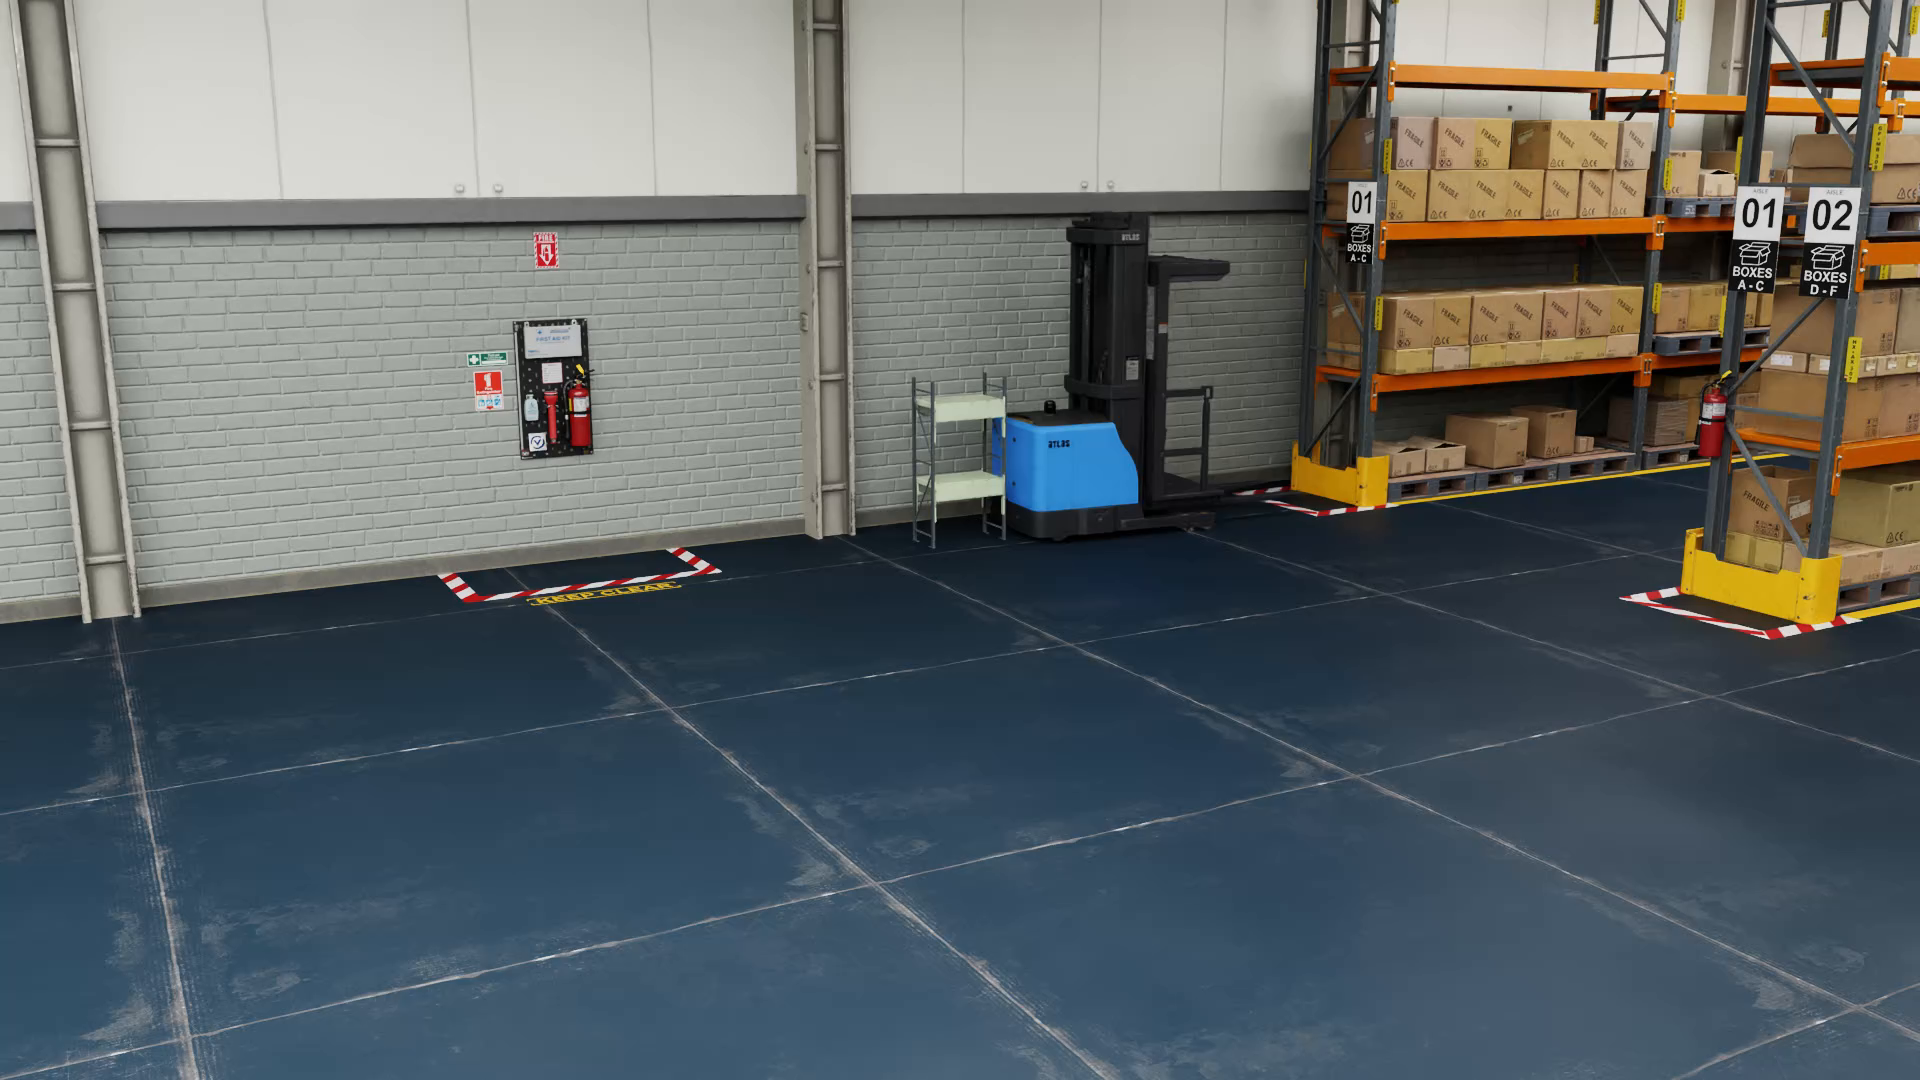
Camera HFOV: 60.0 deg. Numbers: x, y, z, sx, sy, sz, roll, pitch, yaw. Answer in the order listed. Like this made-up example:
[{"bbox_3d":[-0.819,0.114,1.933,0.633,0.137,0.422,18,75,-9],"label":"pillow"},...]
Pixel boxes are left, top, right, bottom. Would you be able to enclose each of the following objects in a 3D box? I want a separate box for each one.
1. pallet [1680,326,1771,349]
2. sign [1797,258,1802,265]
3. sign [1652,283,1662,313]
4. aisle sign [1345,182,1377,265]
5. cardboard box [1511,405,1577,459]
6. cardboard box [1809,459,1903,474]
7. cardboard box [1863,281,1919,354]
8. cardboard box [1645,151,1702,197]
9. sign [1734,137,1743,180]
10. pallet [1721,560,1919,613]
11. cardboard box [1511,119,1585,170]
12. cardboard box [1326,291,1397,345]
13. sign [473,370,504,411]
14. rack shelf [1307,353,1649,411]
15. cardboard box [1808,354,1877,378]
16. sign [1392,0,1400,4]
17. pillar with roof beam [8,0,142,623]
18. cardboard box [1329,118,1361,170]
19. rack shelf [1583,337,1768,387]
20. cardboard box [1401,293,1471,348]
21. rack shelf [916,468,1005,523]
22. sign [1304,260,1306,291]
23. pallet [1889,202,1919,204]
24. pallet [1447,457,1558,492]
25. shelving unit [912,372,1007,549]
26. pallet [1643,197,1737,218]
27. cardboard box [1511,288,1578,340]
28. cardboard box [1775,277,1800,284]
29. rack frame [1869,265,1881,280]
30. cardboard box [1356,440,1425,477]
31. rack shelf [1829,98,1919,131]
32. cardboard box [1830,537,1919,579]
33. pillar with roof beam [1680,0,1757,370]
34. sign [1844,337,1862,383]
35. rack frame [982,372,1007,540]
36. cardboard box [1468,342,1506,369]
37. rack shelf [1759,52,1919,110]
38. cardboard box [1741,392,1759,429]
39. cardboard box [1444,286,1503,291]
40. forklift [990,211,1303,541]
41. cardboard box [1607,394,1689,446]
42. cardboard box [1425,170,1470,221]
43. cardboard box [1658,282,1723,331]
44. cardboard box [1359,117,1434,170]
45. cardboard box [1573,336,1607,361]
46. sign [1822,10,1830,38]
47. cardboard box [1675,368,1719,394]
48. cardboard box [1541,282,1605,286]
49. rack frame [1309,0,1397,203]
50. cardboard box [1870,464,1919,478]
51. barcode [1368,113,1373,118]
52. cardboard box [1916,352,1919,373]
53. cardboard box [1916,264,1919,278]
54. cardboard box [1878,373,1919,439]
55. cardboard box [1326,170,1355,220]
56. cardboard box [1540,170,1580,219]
[{"bbox_3d":[9.159,-2.443,19.712,1.213,0.211,1.003,-7,14,-28],"label":"pallet"},{"bbox_3d":[10.608,-3.425,20.998,0.005,0.325,0.100,-7,14,-28],"label":"sign"},{"bbox_3d":[7.633,-2.651,18.225,0.005,0.325,0.100,-7,14,-28],"label":"sign"},{"bbox_3d":[3.936,-3.114,16.336,0.004,0.787,0.394,-7,14,-28],"label":"aisle sign"},{"bbox_3d":[6.474,-1.210,18.488,0.500,0.500,0.500,-8,15,-32],"label":"cardboard box"},{"bbox_3d":[7.431,-0.408,13.830,0.500,0.500,0.500,-7,14,-28],"label":"cardboard box"},{"bbox_3d":[7.153,-1.747,13.000,0.500,0.500,0.700,-7,15,-29],"label":"cardboard box"},{"bbox_3d":[7.884,-4.091,18.582,0.500,0.500,0.500,-5,13,-20],"label":"cardboard box"},{"bbox_3d":[5.984,-2.920,12.725,0.005,0.325,0.100,-7,14,-28],"label":"sign"},{"bbox_3d":[6.883,0.315,13.371,1.213,0.211,1.003,-7,14,-28],"label":"pallet"},{"bbox_3d":[6.127,-4.120,17.344,0.500,0.500,0.500,-7,15,-30],"label":"cardboard box"},{"bbox_3d":[4.167,-2.304,17.246,0.500,0.500,0.500,-7,14,-28],"label":"cardboard box"},{"bbox_3d":[-3.933,-1.247,13.878,0.234,0.329,0.001,-7,14,-28],"label":"sign"},{"bbox_3d":[5.611,-1.771,17.925,4.000,0.370,1.077,-7,14,-28],"label":"rack shelf"},{"bbox_3d":[6.680,-1.322,12.588,0.250,0.149,0.380,-7,14,-28],"label":"cardboard box"},{"bbox_3d":[4.115,-5.228,15.677,0.005,0.325,0.100,-7,14,-28],"label":"sign"},{"bbox_3d":[-4.415,-2.987,8.025,0.400,9.000,9.100,-7,14,-28],"label":"pillar with roof beam"},{"bbox_3d":[4.108,-4.017,16.885,0.500,0.500,0.500,-6,14,-25],"label":"cardboard box"},{"bbox_3d":[9.122,-2.192,19.795,4.000,0.370,1.077,-7,14,-28],"label":"rack shelf"},{"bbox_3d":[4.857,-2.256,17.032,0.500,0.500,0.500,-7,14,-28],"label":"cardboard box"},{"bbox_3d":[-0.006,-0.413,15.154,0.720,0.370,0.431,-7,14,-28],"label":"rack shelf"},{"bbox_3d":[3.607,-2.740,17.234,0.005,0.325,0.100,-7,14,-28],"label":"sign"},{"bbox_3d":[7.937,-2.576,13.234,1.213,0.211,1.003,-7,14,-28],"label":"pallet"},{"bbox_3d":[5.721,-0.765,18.169,1.213,0.211,1.003,-7,14,-28],"label":"pallet"},{"bbox_3d":[-0.006,-0.731,15.082,0.755,1.500,0.431,-7,14,-28],"label":"shelving unit"},{"bbox_3d":[7.959,-3.748,18.670,1.003,0.211,1.213,-7,14,-28],"label":"pallet"},{"bbox_3d":[6.217,-2.421,17.763,0.500,0.500,0.500,-7,15,-29],"label":"cardboard box"},{"bbox_3d":[9.992,-2.901,20.079,0.500,0.500,0.700,-8,15,-33],"label":"cardboard box"},{"bbox_3d":[10.877,-2.753,20.651,0.127,3.000,1.000,-7,14,-28],"label":"rack frame"},{"bbox_3d":[4.506,-0.870,17.405,0.500,0.311,0.500,-9,15,-34],"label":"cardboard box"},{"bbox_3d":[12.633,-5.344,21.050,4.000,0.370,1.077,-7,14,-28],"label":"rack shelf"},{"bbox_3d":[7.246,0.113,13.224,0.500,0.250,0.500,-7,14,-28],"label":"cardboard box"},{"bbox_3d":[11.384,-4.880,16.439,0.400,9.000,9.100,-7,14,-28],"label":"pillar with roof beam"},{"bbox_3d":[6.493,-1.311,12.089,0.005,0.325,0.100,-7,14,-28],"label":"sign"},{"bbox_3d":[0.315,-0.769,15.253,0.023,1.500,0.400,-7,14,-28],"label":"rack frame"},{"bbox_3d":[5.335,-1.948,17.370,0.500,0.250,0.500,-7,15,-29],"label":"cardboard box"},{"bbox_3d":[7.987,-3.548,13.070,4.000,0.370,1.077,-7,14,-28],"label":"rack shelf"},{"bbox_3d":[9.340,-1.573,20.098,0.500,0.500,0.700,-7,14,-28],"label":"cardboard box"},{"bbox_3d":[5.507,-2.464,17.953,0.500,0.500,0.500,-7,14,-27],"label":"cardboard box"},{"bbox_3d":[1.849,-1.610,15.729,3.031,2.935,1.130,-6,14,-24],"label":"forklift"},{"bbox_3d":[8.004,-1.408,19.366,0.500,0.500,0.700,-6,14,-26],"label":"cardboard box"},{"bbox_3d":[4.757,-3.470,16.732,0.500,0.500,0.500,-6,14,-24],"label":"cardboard box"},{"bbox_3d":[8.323,-2.700,19.186,0.500,0.500,0.700,-5,14,-22],"label":"cardboard box"},{"bbox_3d":[4.310,-3.915,16.431,0.500,0.500,0.500,-8,15,-32],"label":"cardboard box"},{"bbox_3d":[6.654,-2.110,18.089,0.500,0.250,0.500,-7,14,-28],"label":"cardboard box"},{"bbox_3d":[10.608,-6.319,20.346,0.005,0.325,0.100,-7,14,-28],"label":"sign"},{"bbox_3d":[8.844,-1.876,19.739,0.500,0.250,0.500,-7,15,-29],"label":"cardboard box"},{"bbox_3d":[6.854,-2.625,18.672,0.500,0.500,0.500,-7,15,-29],"label":"cardboard box"},{"bbox_3d":[3.855,-4.838,16.253,0.127,3.000,1.000,-7,14,-28],"label":"rack frame"},{"bbox_3d":[7.680,-0.308,13.385,0.500,0.500,0.500,-7,14,-28],"label":"cardboard box"},{"bbox_3d":[4.239,-4.375,17.156,0.075,0.075,0.001,-7,14,-28],"label":"barcode"},{"bbox_3d":[7.352,-1.403,12.945,0.250,0.149,0.380,-7,14,-29],"label":"cardboard box"},{"bbox_3d":[11.870,-3.377,20.766,0.500,0.250,0.500,-7,14,-29],"label":"cardboard box"},{"bbox_3d":[7.107,-1.109,13.117,0.500,0.500,0.700,-6,14,-26],"label":"cardboard box"},{"bbox_3d":[4.100,-3.526,16.981,0.500,0.500,0.500,-6,14,-24],"label":"cardboard box"},{"bbox_3d":[6.123,-3.637,17.474,0.500,0.500,0.500,-7,15,-30],"label":"cardboard box"}]
